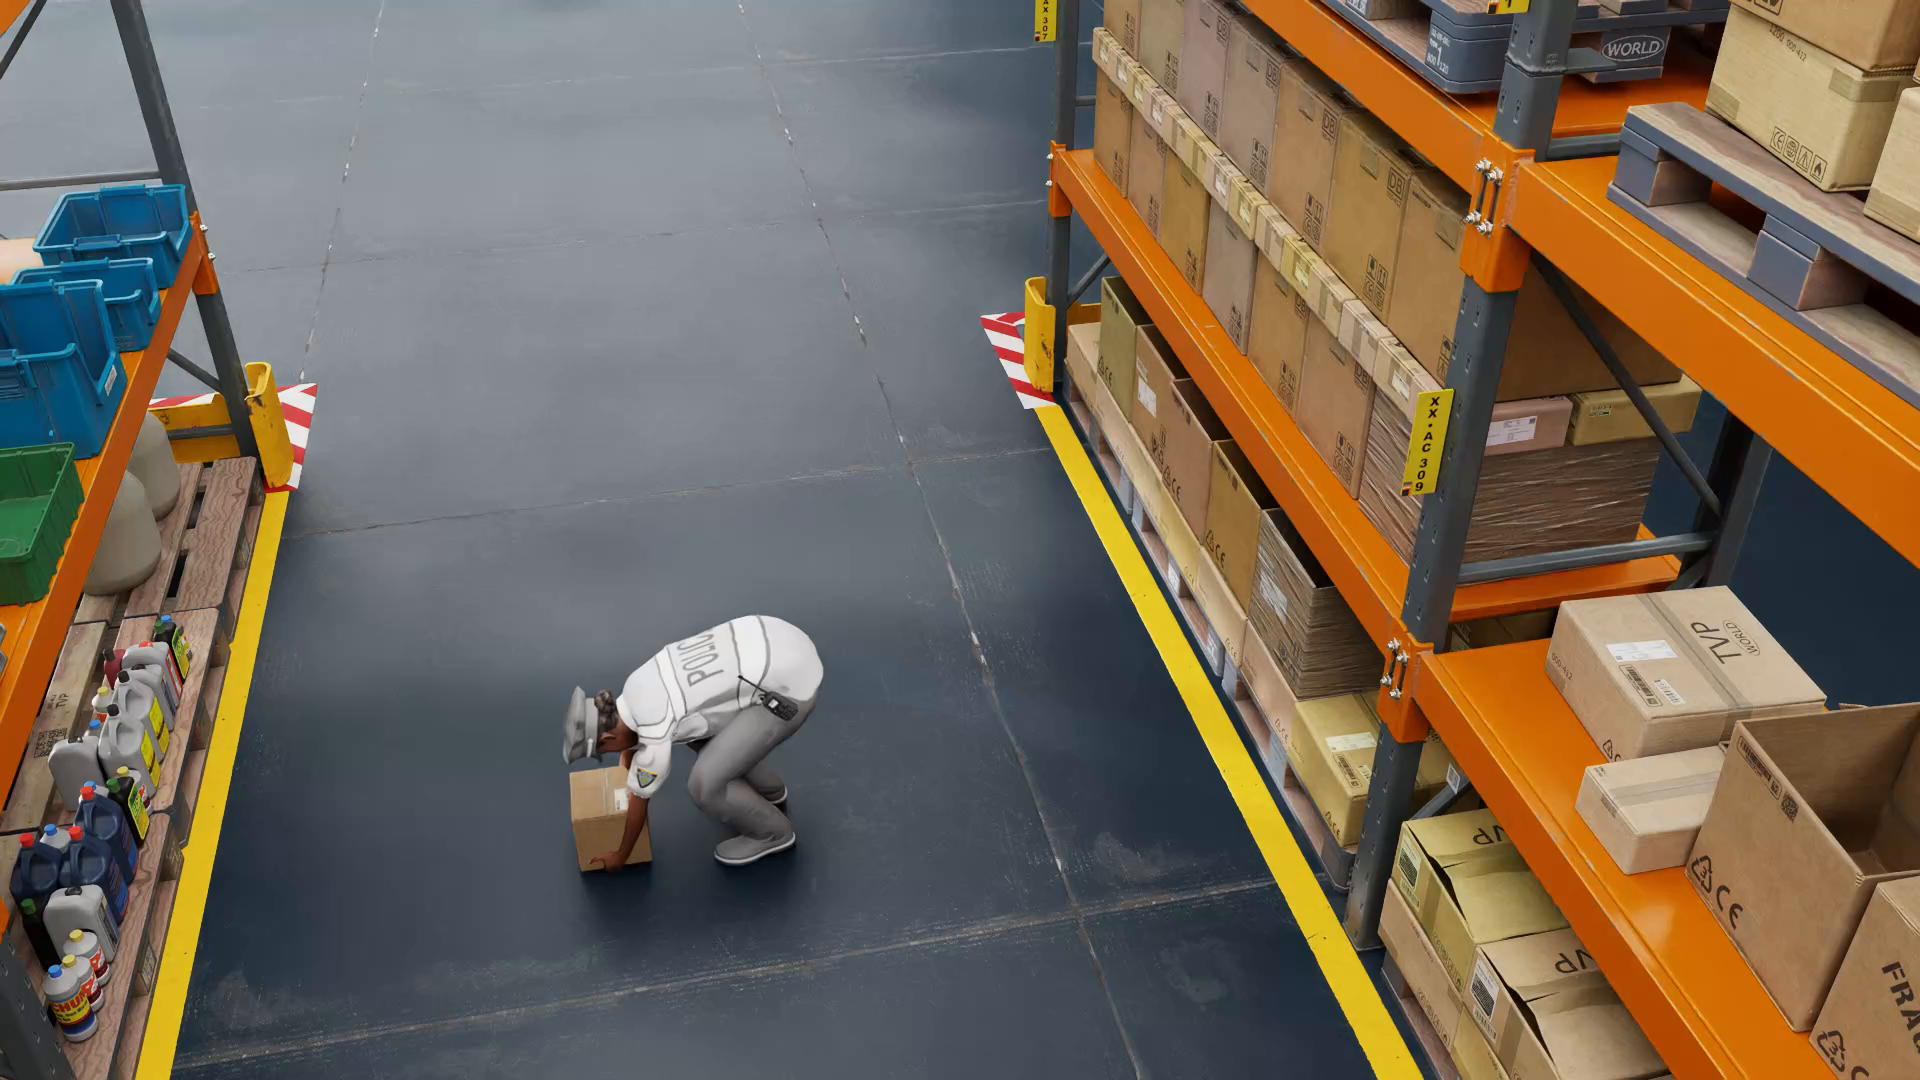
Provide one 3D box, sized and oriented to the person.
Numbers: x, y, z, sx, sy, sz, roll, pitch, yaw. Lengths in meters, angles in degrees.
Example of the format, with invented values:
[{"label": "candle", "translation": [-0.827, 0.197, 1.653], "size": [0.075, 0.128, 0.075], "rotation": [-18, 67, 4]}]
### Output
[{"label": "person", "translation": [-0.917, 0.719, 5.803], "size": [0.905, 0.867, 0.470], "rotation": [-9, 36, -13]}]
